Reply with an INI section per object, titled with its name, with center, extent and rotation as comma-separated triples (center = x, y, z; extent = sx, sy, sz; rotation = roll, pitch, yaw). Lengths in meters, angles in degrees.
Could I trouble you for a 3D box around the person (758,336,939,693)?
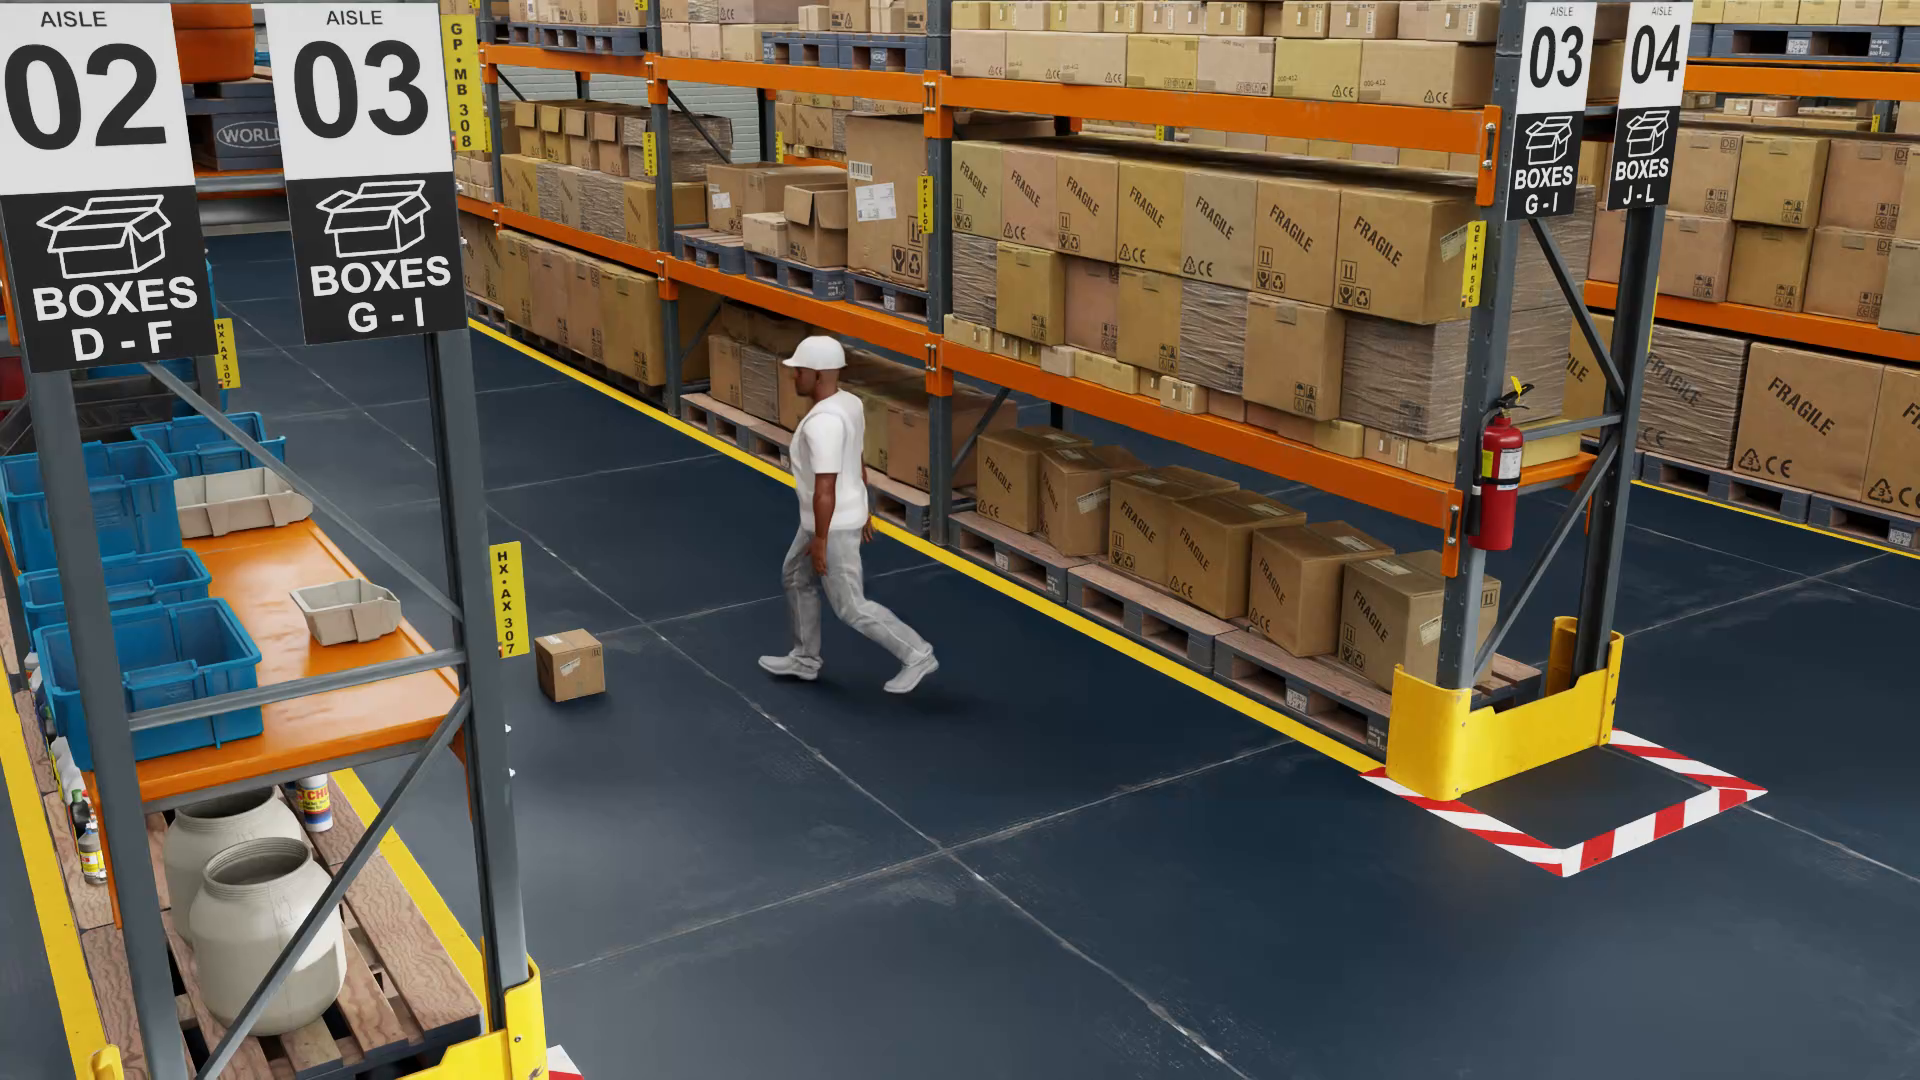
[person]
center = -0.553, -0.104, 7.862
extent = 0.913, 1.727, 0.602
rotation = 1, 18, 2
